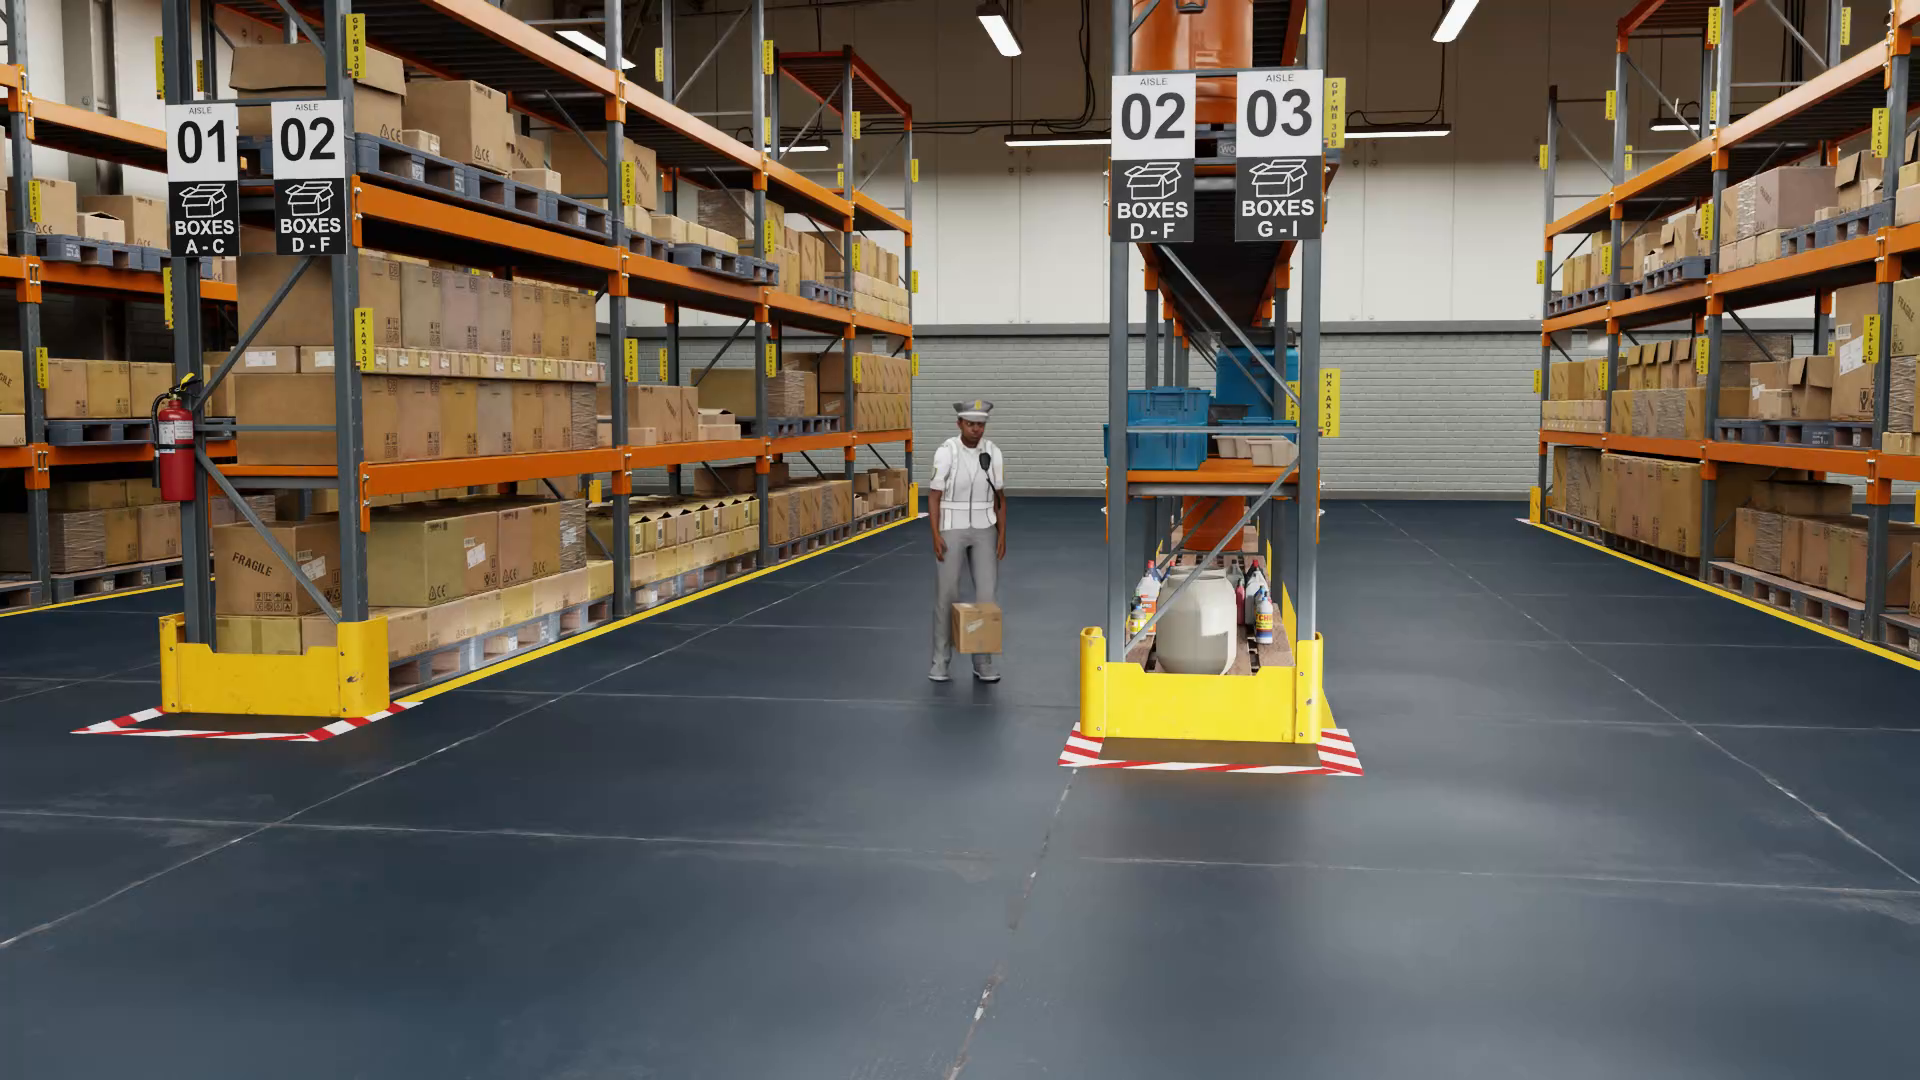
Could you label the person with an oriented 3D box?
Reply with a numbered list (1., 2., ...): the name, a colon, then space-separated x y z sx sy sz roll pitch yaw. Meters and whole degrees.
1. person: 0.045 -0.005 9.933 0.498 1.665 0.424 -1 5 -12
